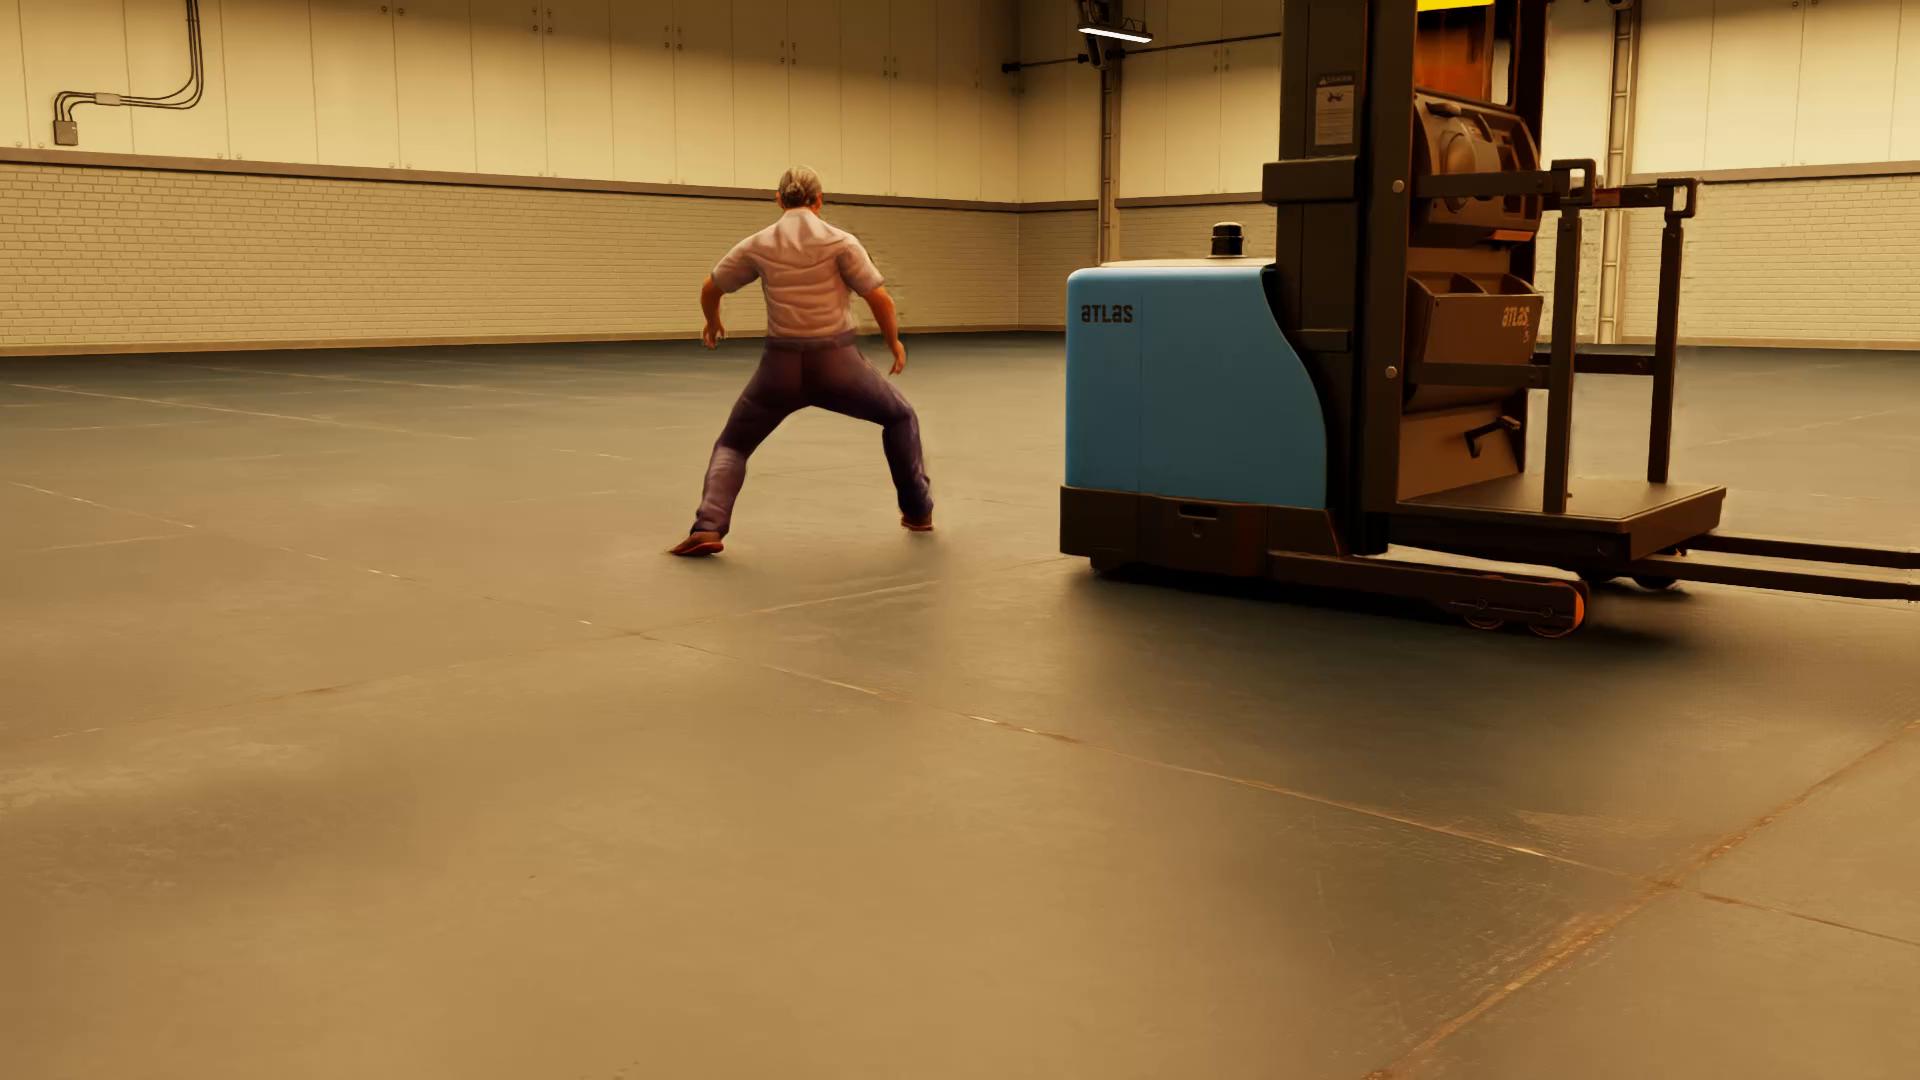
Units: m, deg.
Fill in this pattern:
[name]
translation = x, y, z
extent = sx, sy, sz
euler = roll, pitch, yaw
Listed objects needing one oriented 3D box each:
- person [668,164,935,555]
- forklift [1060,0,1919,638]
[person]
translation = -0.615, -0.697, 6.538
extent = 0.966, 1.518, 0.869
euler = 1, 9, 8
[forklift]
translation = 1.824, -1.253, 5.197
extent = 3.031, 2.935, 1.130
euler = 7, 11, 38
